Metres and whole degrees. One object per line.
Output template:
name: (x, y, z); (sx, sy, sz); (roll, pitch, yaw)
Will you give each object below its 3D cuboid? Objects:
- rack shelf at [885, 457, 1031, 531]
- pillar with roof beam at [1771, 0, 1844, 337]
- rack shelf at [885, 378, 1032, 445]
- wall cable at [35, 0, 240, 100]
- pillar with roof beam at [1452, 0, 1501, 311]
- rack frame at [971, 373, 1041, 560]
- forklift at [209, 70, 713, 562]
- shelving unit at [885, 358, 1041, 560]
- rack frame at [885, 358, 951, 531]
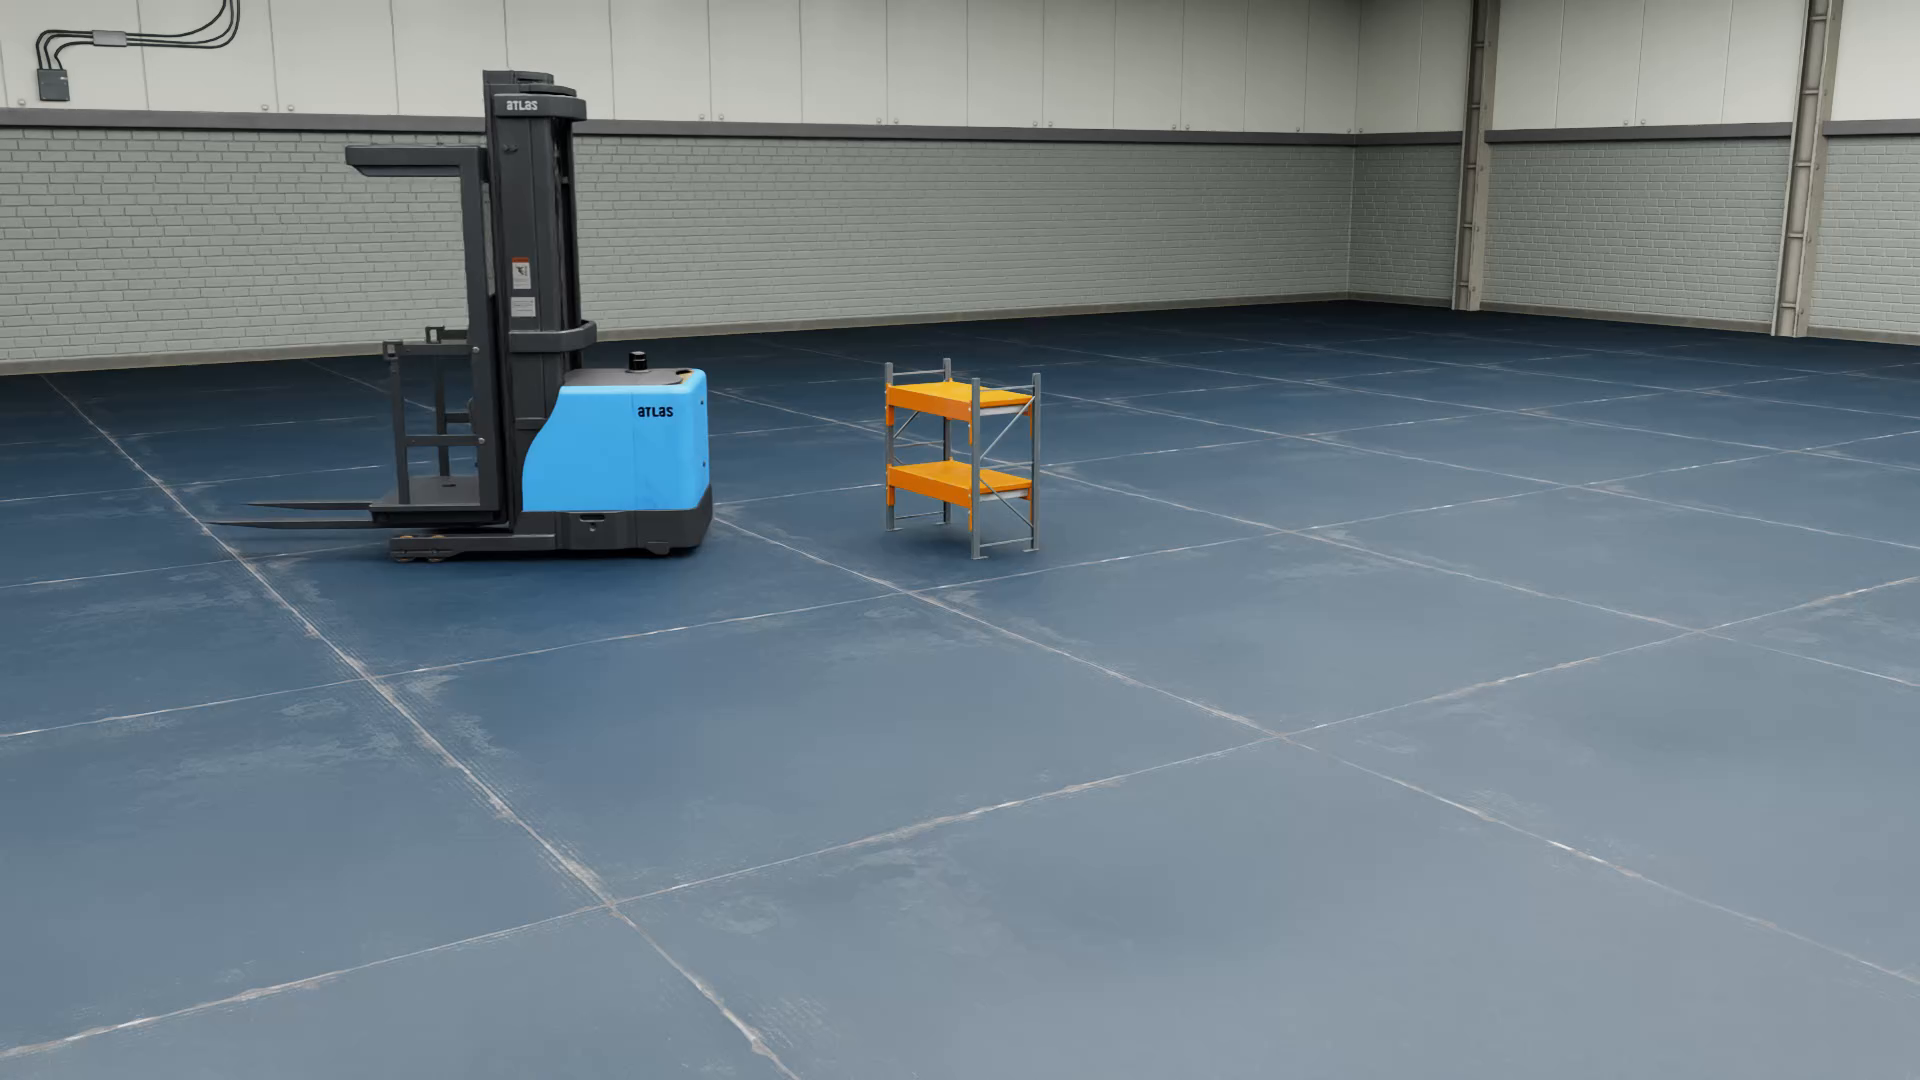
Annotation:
rack shelf: (0.004, -0.309, 10.788); (0.538, 0.278, 1.000); (-8, 15, -33)
pillar with roof beam: (8.755, -6.924, 21.462); (9.100, 9.000, 0.400); (-8, 15, -33)
rack shelf: (0.004, -0.834, 10.674); (0.538, 0.278, 1.000); (-8, 15, -33)
wall cable: (-9.828, -8.235, 19.496); (2.305, 6.003, 0.169); (-8, 15, -33)
pillar with roof beam: (5.431, -7.991, 26.341); (9.100, 9.000, 0.400); (-8, 15, -33)
rack frame: (0.285, -0.458, 10.323); (0.500, 1.125, 0.032); (-8, 15, -33)
forklift: (-3.162, -1.410, 10.447); (3.031, 2.935, 1.130); (-1, 12, -3)
shelving unit: (0.004, -0.548, 10.736); (0.538, 1.125, 1.048); (-8, 15, -33)
rack frame: (-0.278, -0.639, 11.150); (0.500, 1.125, 0.032); (-8, 15, -33)
